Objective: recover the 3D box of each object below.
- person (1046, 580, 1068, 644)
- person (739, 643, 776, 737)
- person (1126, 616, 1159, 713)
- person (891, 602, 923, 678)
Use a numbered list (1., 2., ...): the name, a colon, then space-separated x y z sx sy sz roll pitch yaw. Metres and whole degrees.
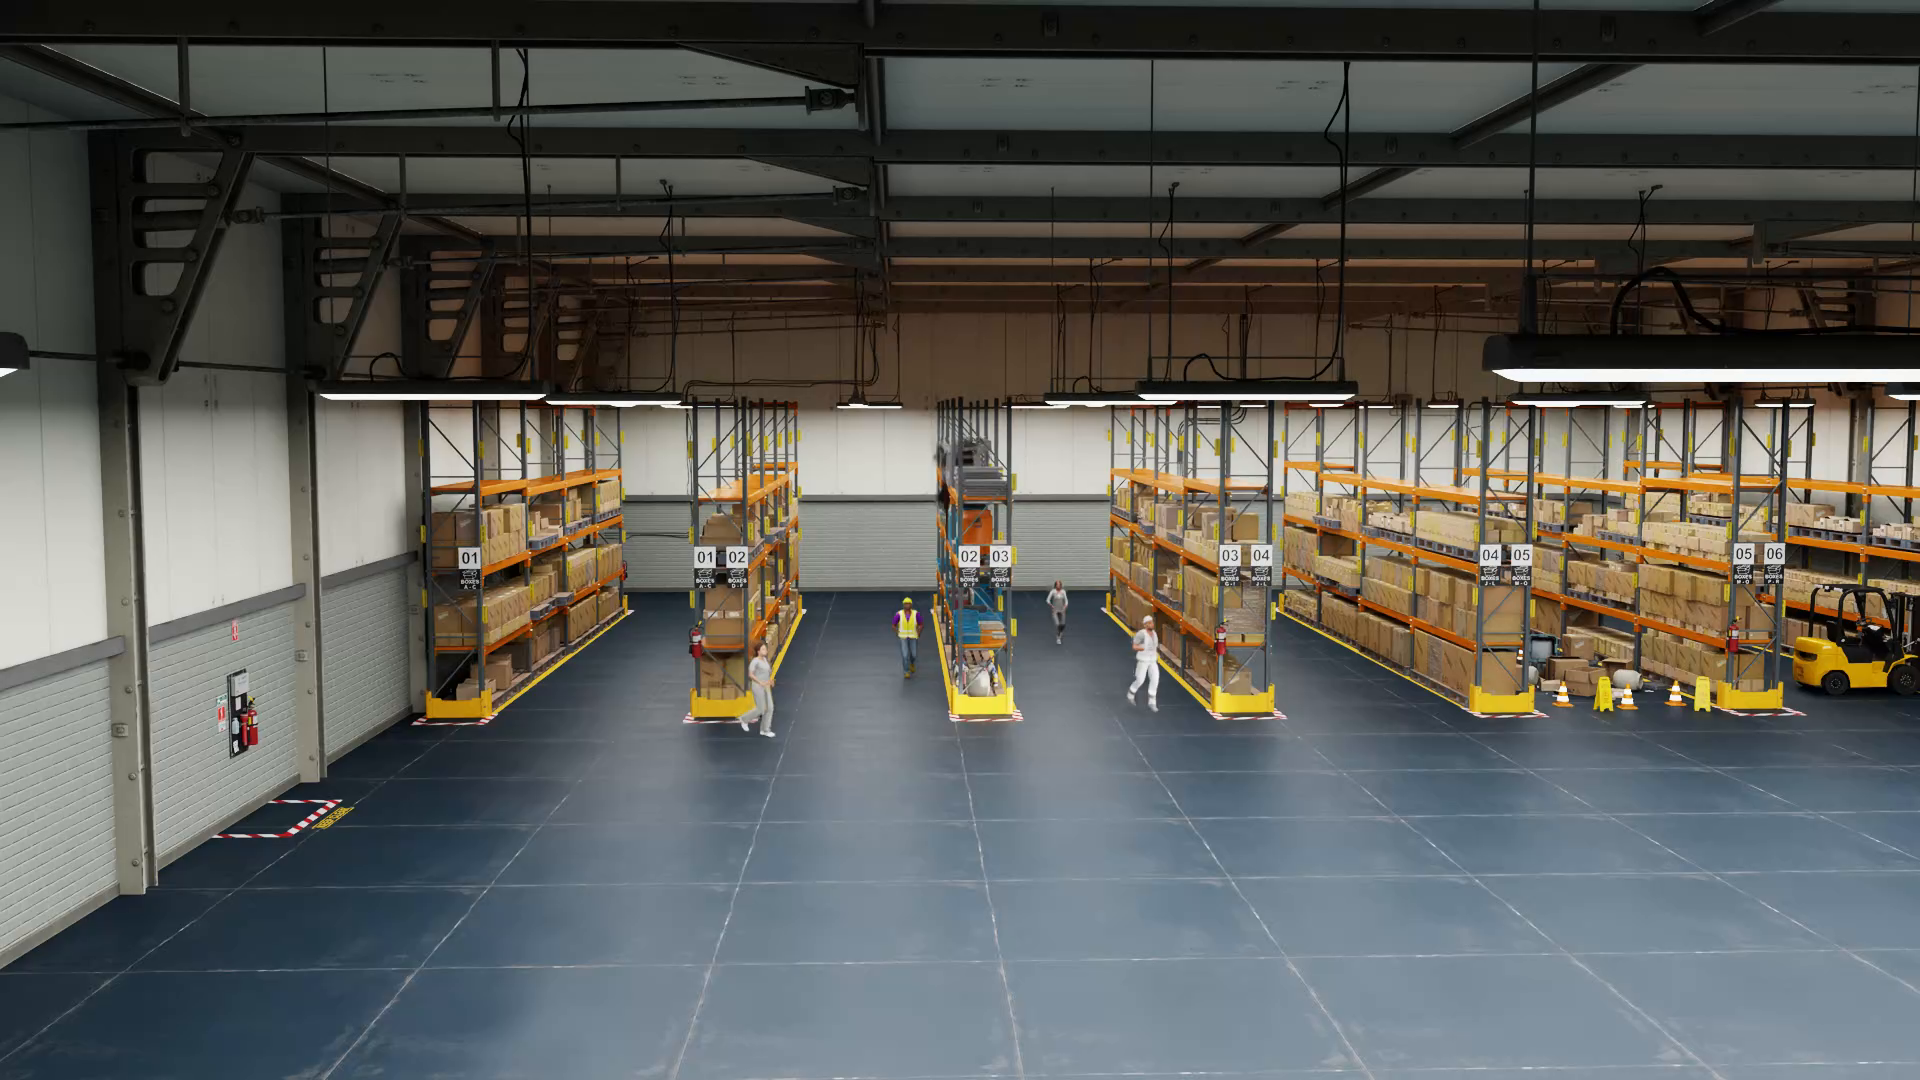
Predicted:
1. person: 2.405 1.771 41.134 0.546 1.568 0.536 -1 4 -8
2. person: -3.557 2.637 29.414 0.690 1.658 0.589 2 5 26
3. person: 3.568 2.359 31.921 0.657 1.823 0.849 -3 5 -33
4. person: -1.126 2.118 35.800 0.696 1.681 0.605 0 4 -5
